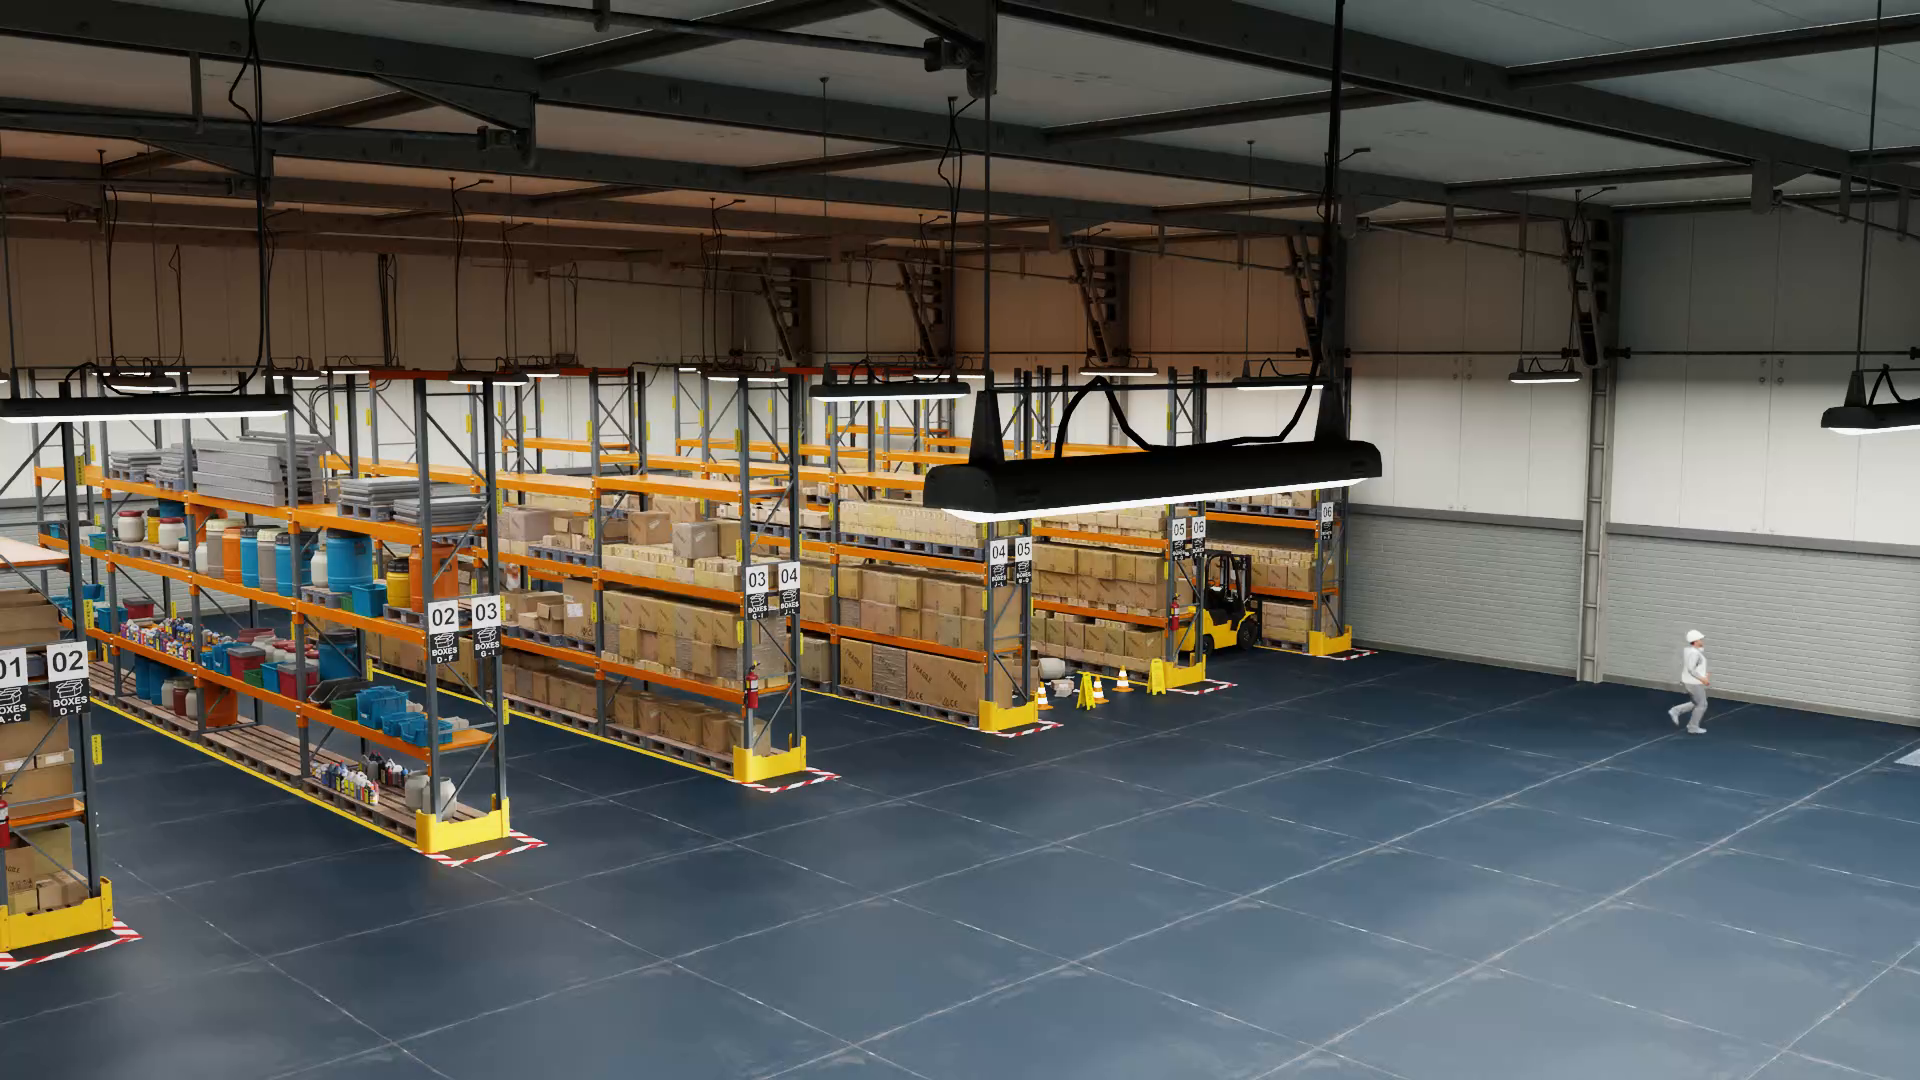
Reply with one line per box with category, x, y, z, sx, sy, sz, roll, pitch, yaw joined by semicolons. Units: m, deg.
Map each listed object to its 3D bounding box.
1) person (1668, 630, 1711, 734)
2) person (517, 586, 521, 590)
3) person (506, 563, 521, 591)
person;12.153;2.356;27.630;0.640;1.730;0.652;2;7;14
person;-8.857;1.723;33.674;0.805;1.621;0.531;5;8;40
person;-9.712;1.357;36.465;0.691;1.744;0.677;-4;8;-35
